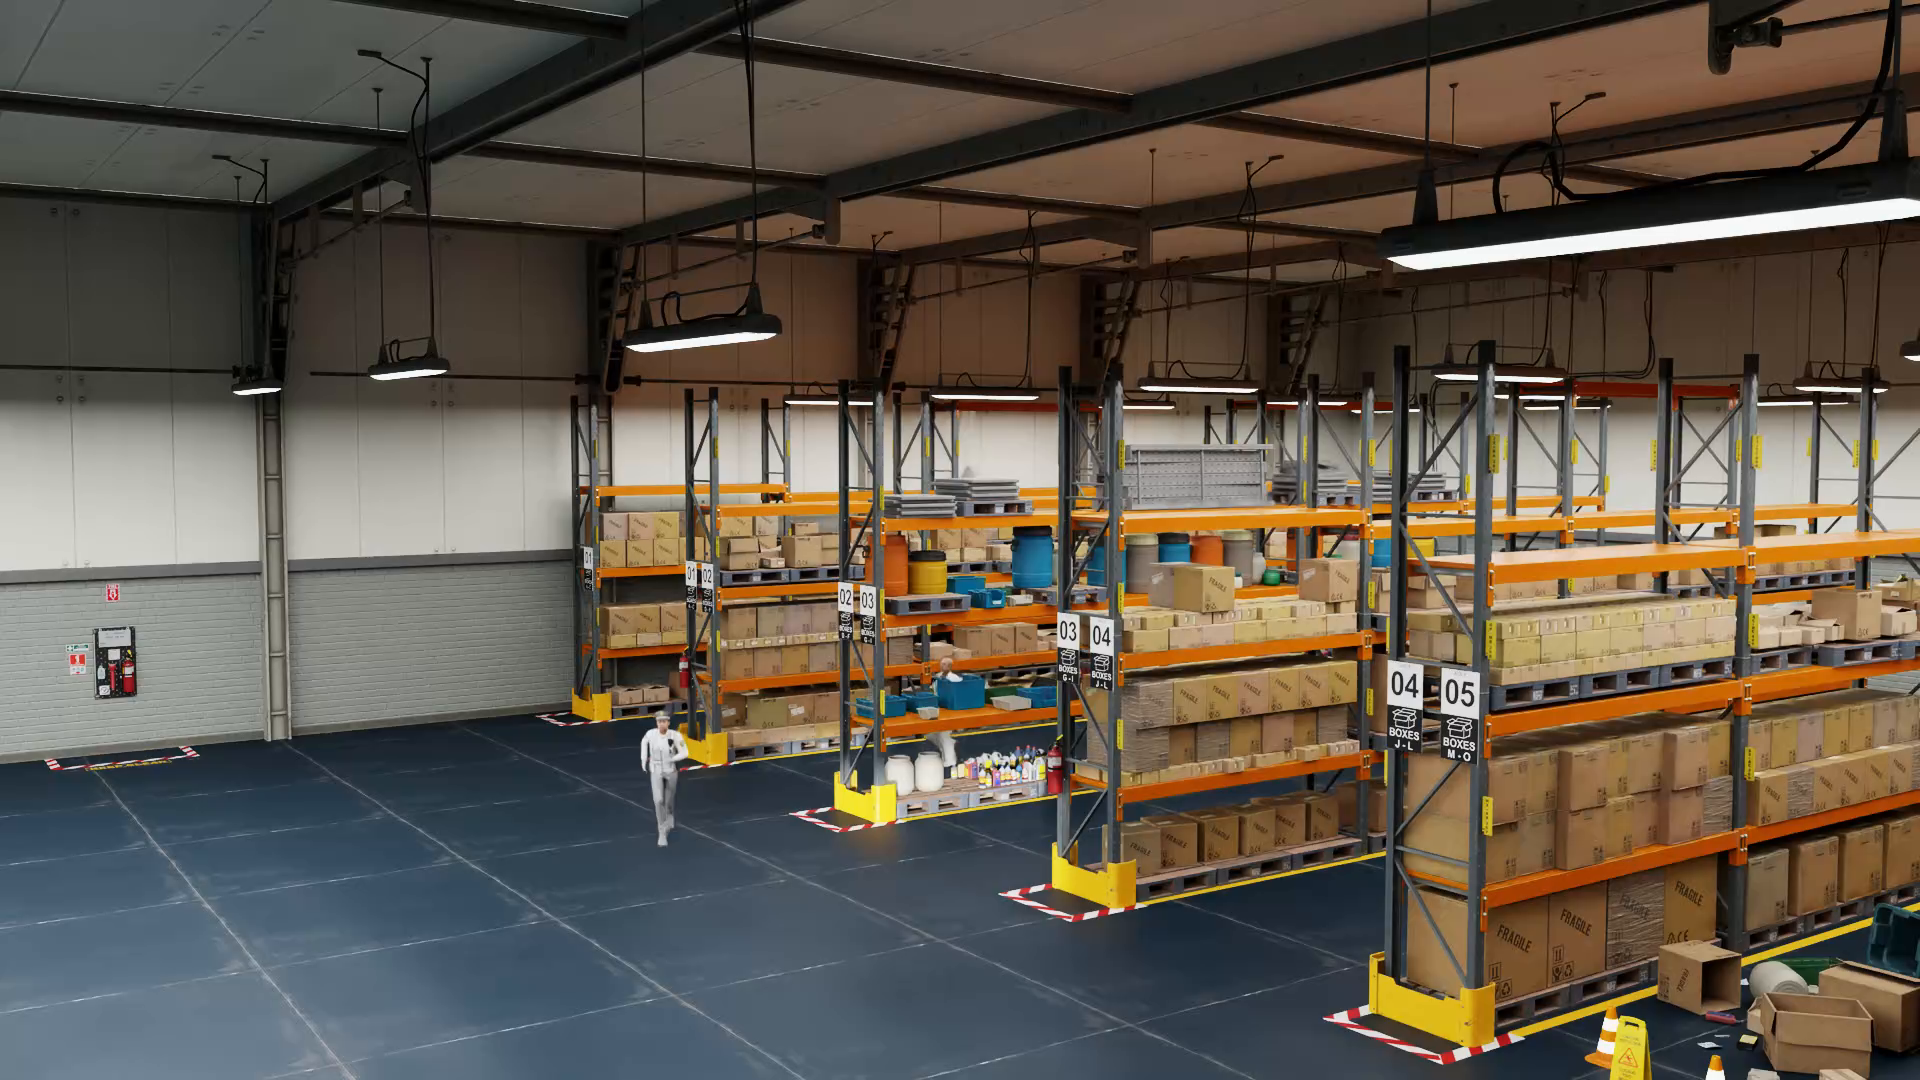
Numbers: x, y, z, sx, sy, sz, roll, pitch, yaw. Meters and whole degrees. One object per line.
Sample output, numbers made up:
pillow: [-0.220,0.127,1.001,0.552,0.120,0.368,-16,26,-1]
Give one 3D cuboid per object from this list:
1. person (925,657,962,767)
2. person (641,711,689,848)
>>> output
person: [-0.277,2.811,26.177,0.684,1.540,0.619,3,5,43]
person: [-3.819,3.031,21.515,0.634,1.717,0.942,0,3,-3]
